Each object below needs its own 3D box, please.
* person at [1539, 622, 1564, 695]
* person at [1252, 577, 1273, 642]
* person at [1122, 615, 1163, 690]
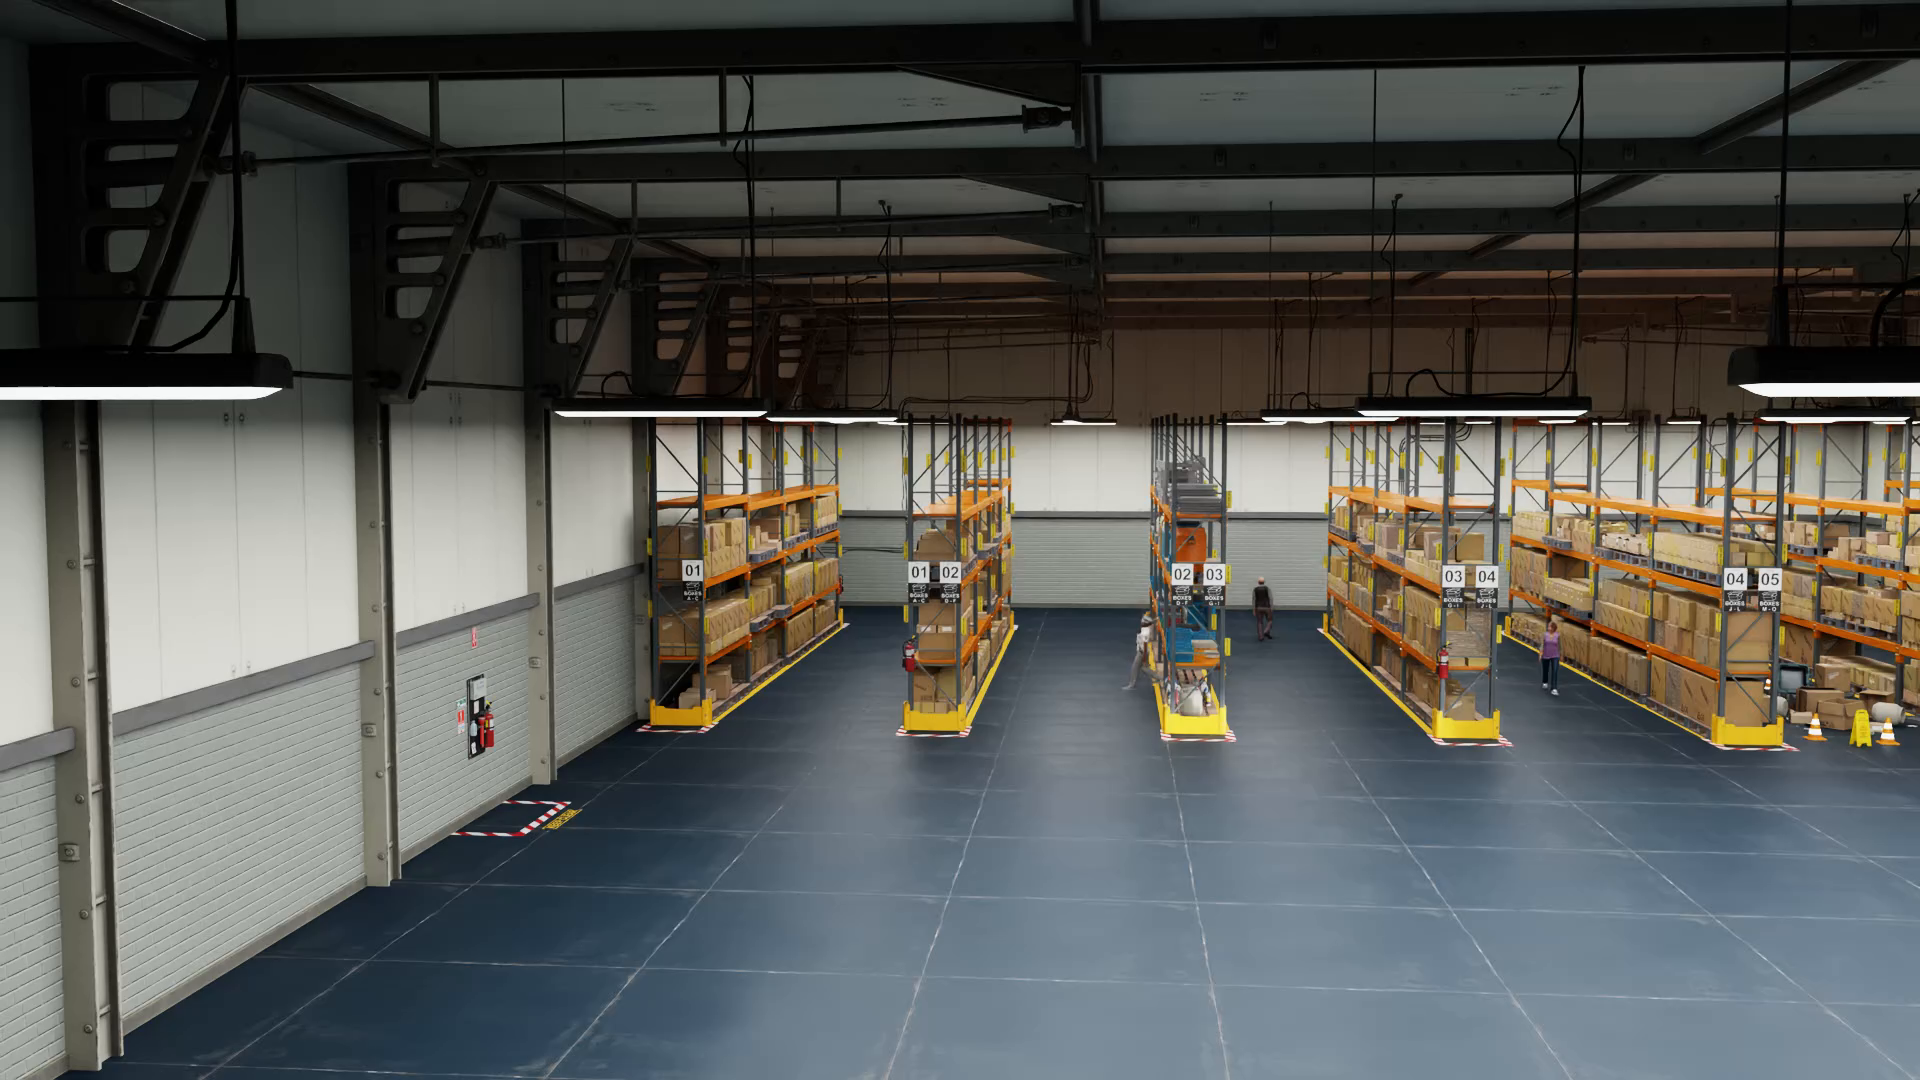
[{"bbox_3d":[12.757,2.521,35.880,0.531,1.536,1.008,1,4,15],"label":"person"},{"bbox_3d":[8.121,1.862,44.589,0.582,1.718,0.488,1,4,16],"label":"person"},{"bbox_3d":[3.989,2.447,36.170,0.894,1.639,0.473,1,4,9],"label":"person"}]
